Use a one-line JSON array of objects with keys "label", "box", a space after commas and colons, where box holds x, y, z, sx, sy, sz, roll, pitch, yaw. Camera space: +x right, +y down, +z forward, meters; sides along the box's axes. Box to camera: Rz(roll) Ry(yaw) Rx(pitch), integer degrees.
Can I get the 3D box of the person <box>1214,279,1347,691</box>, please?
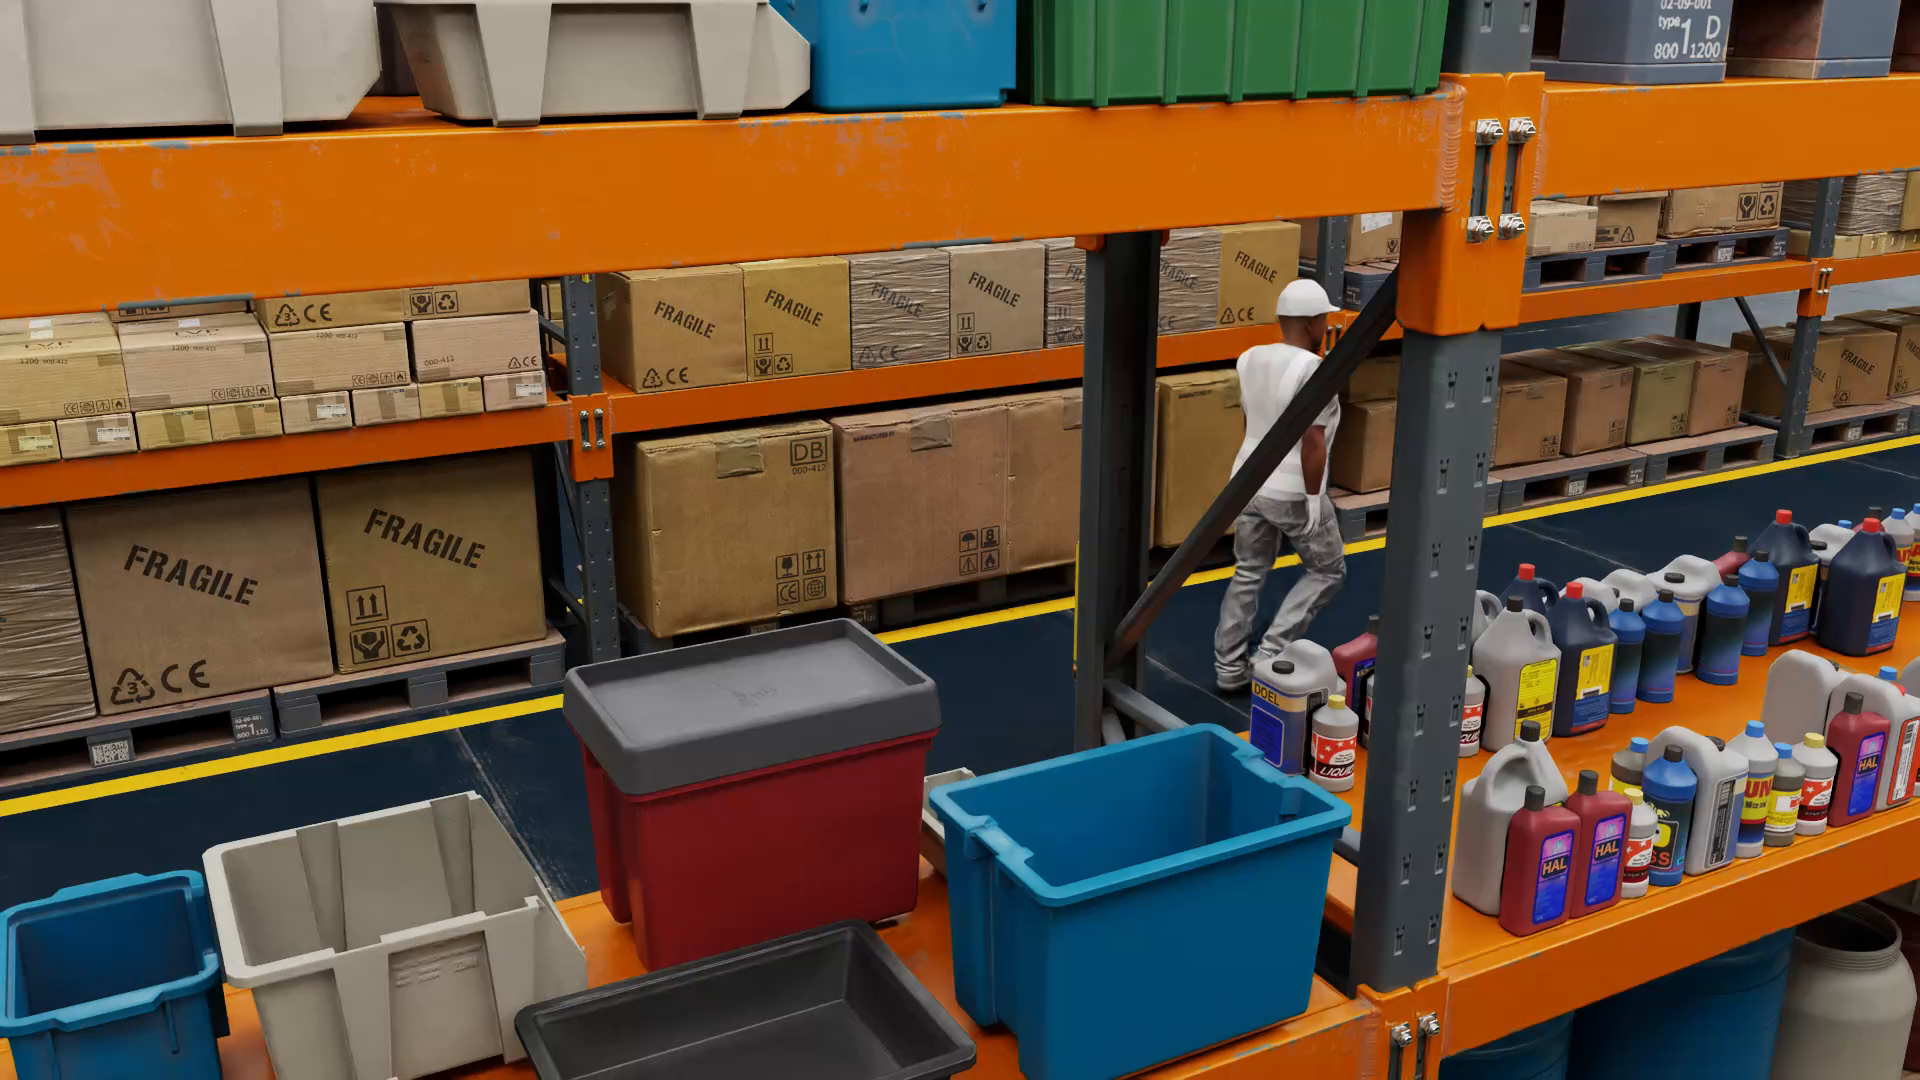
[{"label": "person", "box": [1.365, -0.197, 7.061, 0.483, 1.794, 0.578, -11, 21, -29]}]
